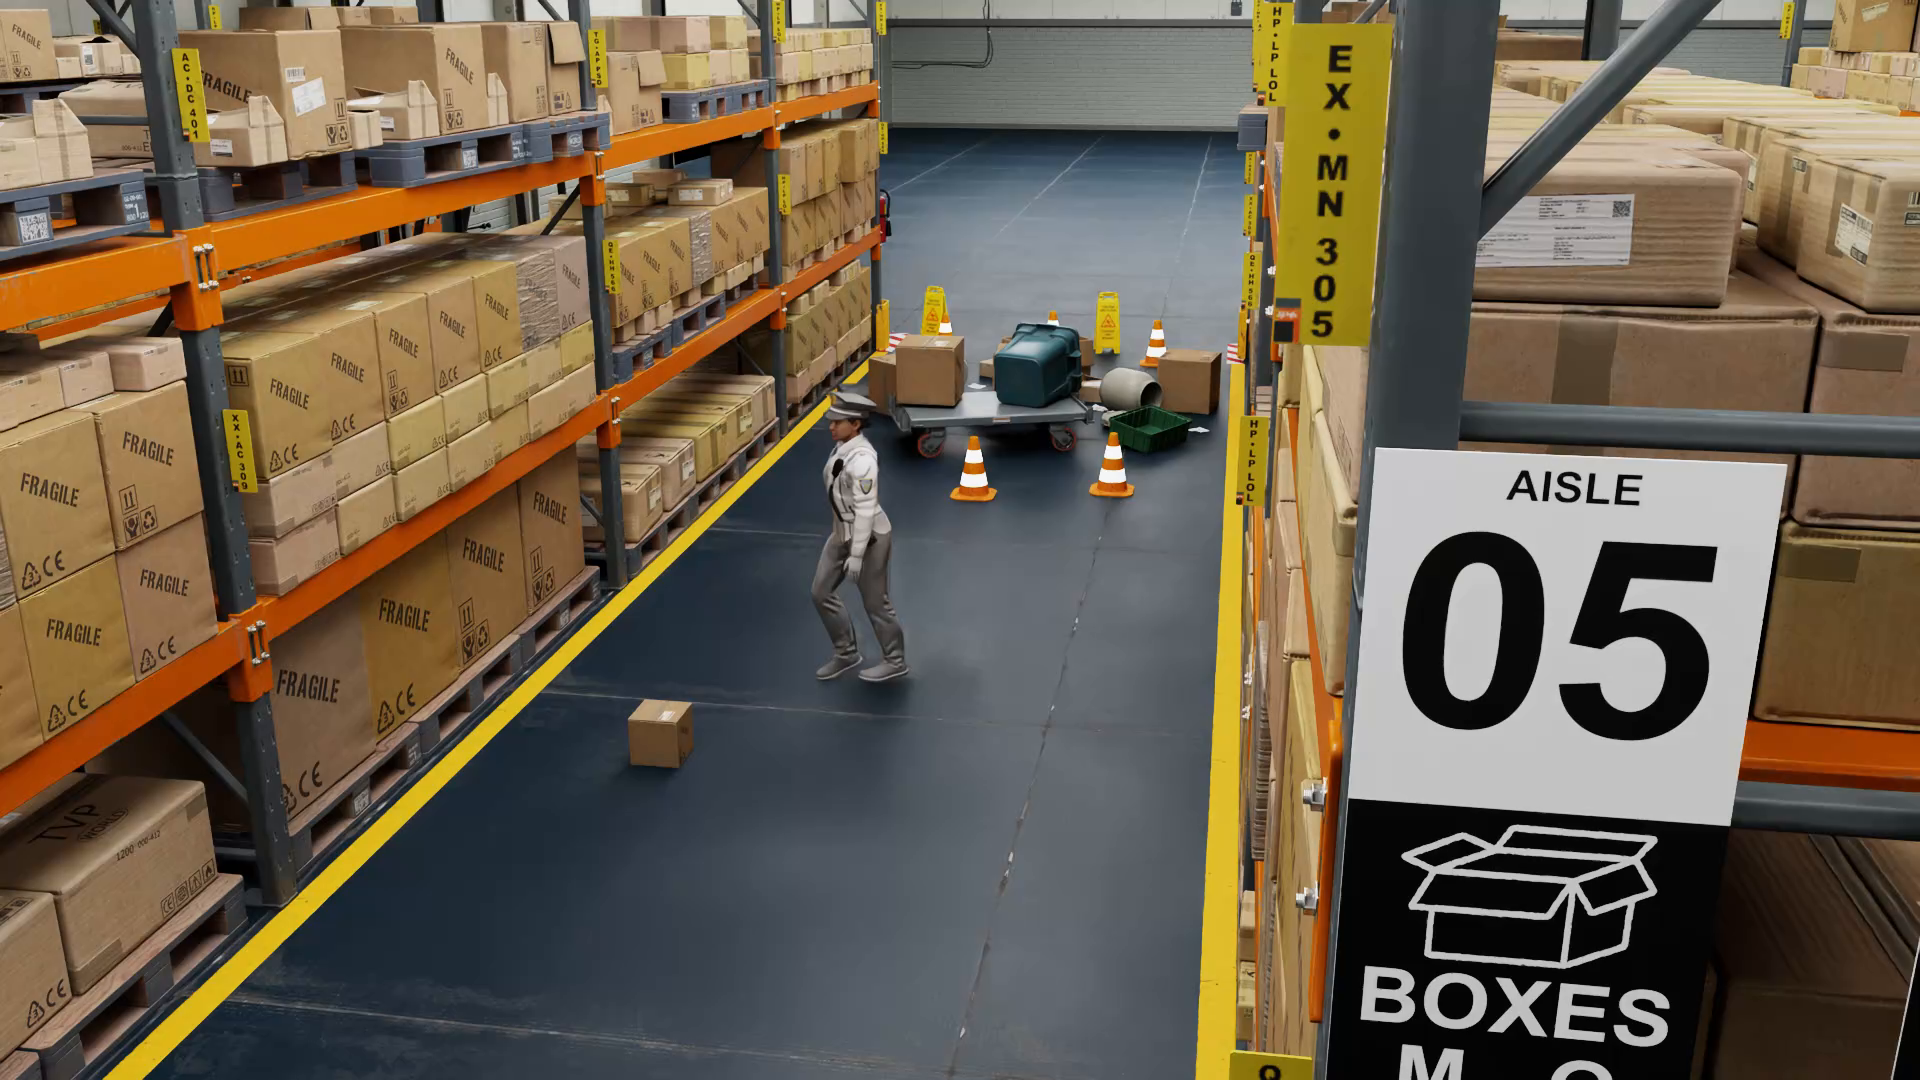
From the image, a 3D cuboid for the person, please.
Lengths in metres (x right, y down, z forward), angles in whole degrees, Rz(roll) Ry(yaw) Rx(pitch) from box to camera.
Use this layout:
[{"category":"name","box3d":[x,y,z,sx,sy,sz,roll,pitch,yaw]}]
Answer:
[{"category":"person","box3d":[-0.526,0.012,8.969,0.515,1.690,0.509,-7,19,-20]}]
